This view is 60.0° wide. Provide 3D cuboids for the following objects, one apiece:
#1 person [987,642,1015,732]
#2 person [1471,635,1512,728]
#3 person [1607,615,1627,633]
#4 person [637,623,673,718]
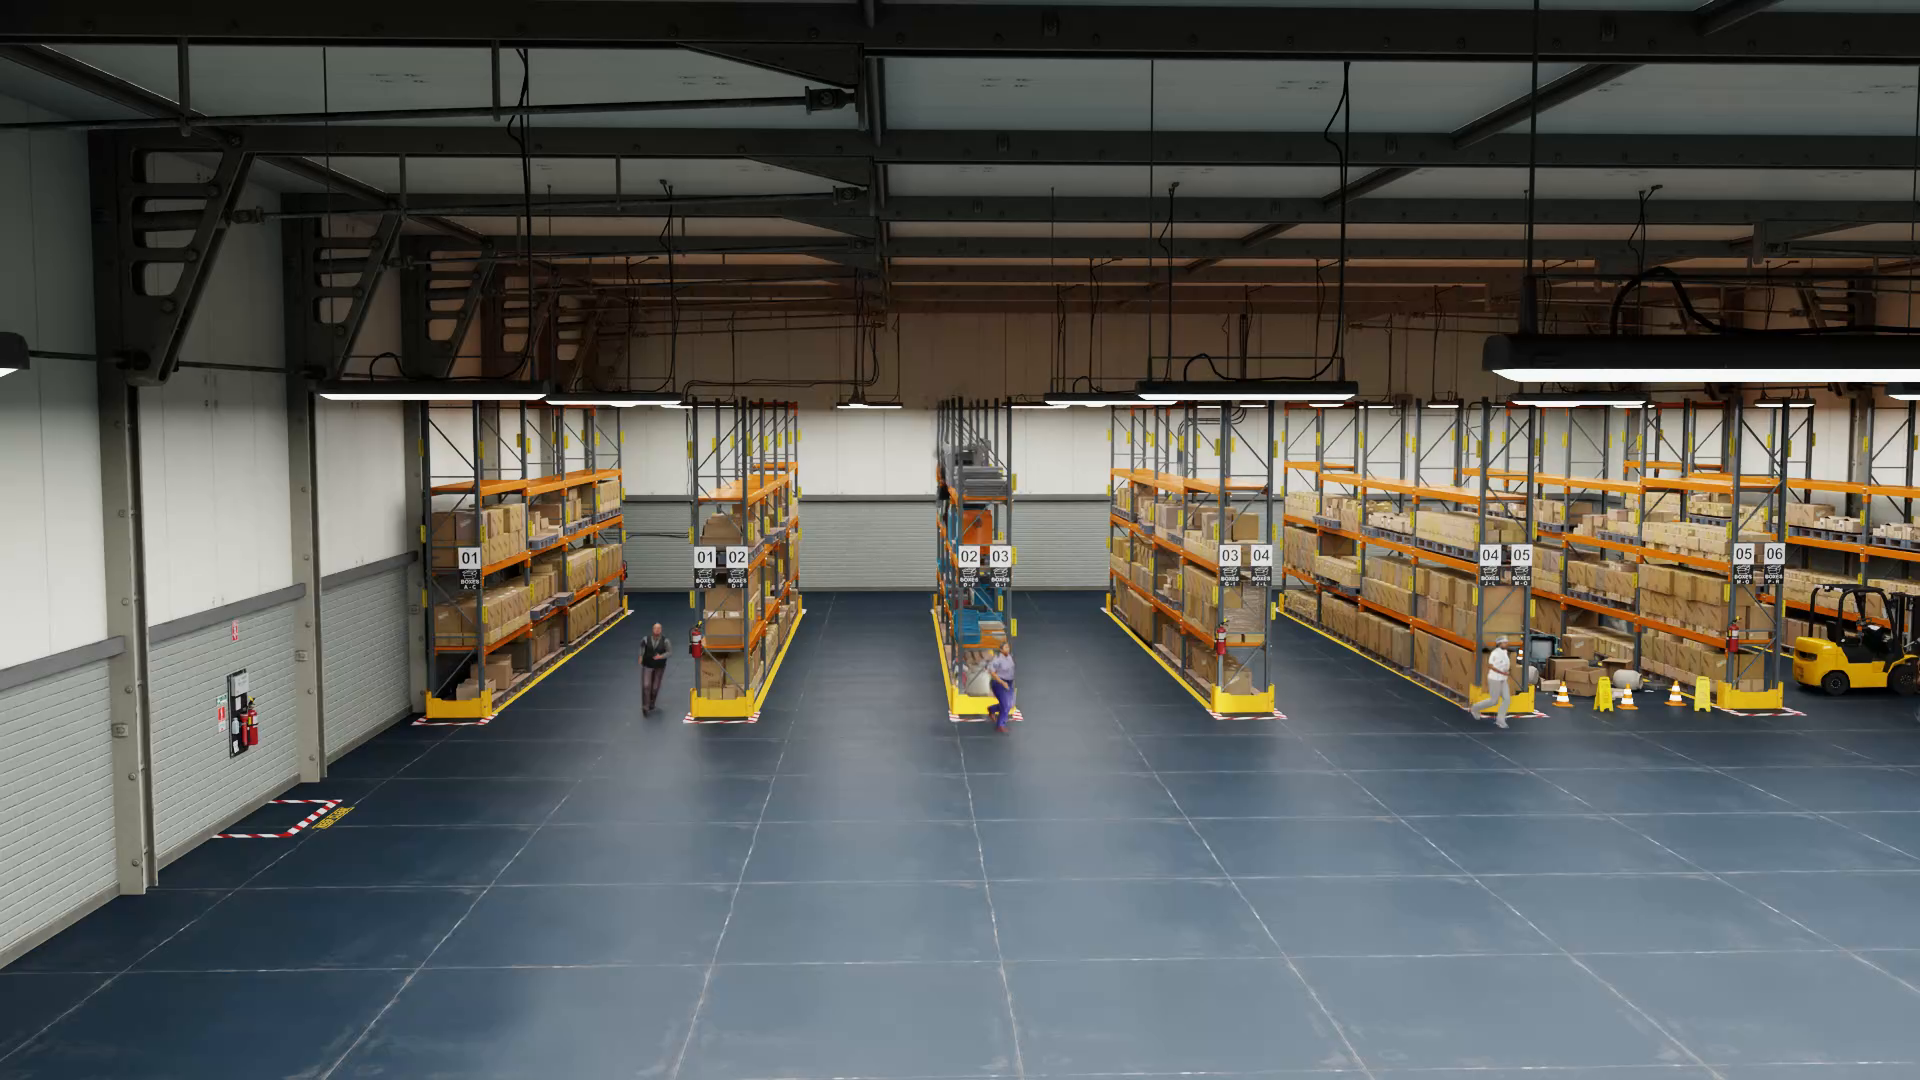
[{"bbox_3d":[0.724,2.625,29.878,0.621,1.626,0.615,3,6,38],"label":"person"},{"bbox_3d":[9.773,2.559,30.386,0.592,1.692,0.761,-4,6,-44],"label":"person"},{"bbox_3d":[16.593,1.620,41.863,0.672,1.759,0.629,0,4,-2],"label":"person"},{"bbox_3d":[-5.772,2.450,31.486,0.664,1.757,0.877,-1,4,-11],"label":"person"}]
